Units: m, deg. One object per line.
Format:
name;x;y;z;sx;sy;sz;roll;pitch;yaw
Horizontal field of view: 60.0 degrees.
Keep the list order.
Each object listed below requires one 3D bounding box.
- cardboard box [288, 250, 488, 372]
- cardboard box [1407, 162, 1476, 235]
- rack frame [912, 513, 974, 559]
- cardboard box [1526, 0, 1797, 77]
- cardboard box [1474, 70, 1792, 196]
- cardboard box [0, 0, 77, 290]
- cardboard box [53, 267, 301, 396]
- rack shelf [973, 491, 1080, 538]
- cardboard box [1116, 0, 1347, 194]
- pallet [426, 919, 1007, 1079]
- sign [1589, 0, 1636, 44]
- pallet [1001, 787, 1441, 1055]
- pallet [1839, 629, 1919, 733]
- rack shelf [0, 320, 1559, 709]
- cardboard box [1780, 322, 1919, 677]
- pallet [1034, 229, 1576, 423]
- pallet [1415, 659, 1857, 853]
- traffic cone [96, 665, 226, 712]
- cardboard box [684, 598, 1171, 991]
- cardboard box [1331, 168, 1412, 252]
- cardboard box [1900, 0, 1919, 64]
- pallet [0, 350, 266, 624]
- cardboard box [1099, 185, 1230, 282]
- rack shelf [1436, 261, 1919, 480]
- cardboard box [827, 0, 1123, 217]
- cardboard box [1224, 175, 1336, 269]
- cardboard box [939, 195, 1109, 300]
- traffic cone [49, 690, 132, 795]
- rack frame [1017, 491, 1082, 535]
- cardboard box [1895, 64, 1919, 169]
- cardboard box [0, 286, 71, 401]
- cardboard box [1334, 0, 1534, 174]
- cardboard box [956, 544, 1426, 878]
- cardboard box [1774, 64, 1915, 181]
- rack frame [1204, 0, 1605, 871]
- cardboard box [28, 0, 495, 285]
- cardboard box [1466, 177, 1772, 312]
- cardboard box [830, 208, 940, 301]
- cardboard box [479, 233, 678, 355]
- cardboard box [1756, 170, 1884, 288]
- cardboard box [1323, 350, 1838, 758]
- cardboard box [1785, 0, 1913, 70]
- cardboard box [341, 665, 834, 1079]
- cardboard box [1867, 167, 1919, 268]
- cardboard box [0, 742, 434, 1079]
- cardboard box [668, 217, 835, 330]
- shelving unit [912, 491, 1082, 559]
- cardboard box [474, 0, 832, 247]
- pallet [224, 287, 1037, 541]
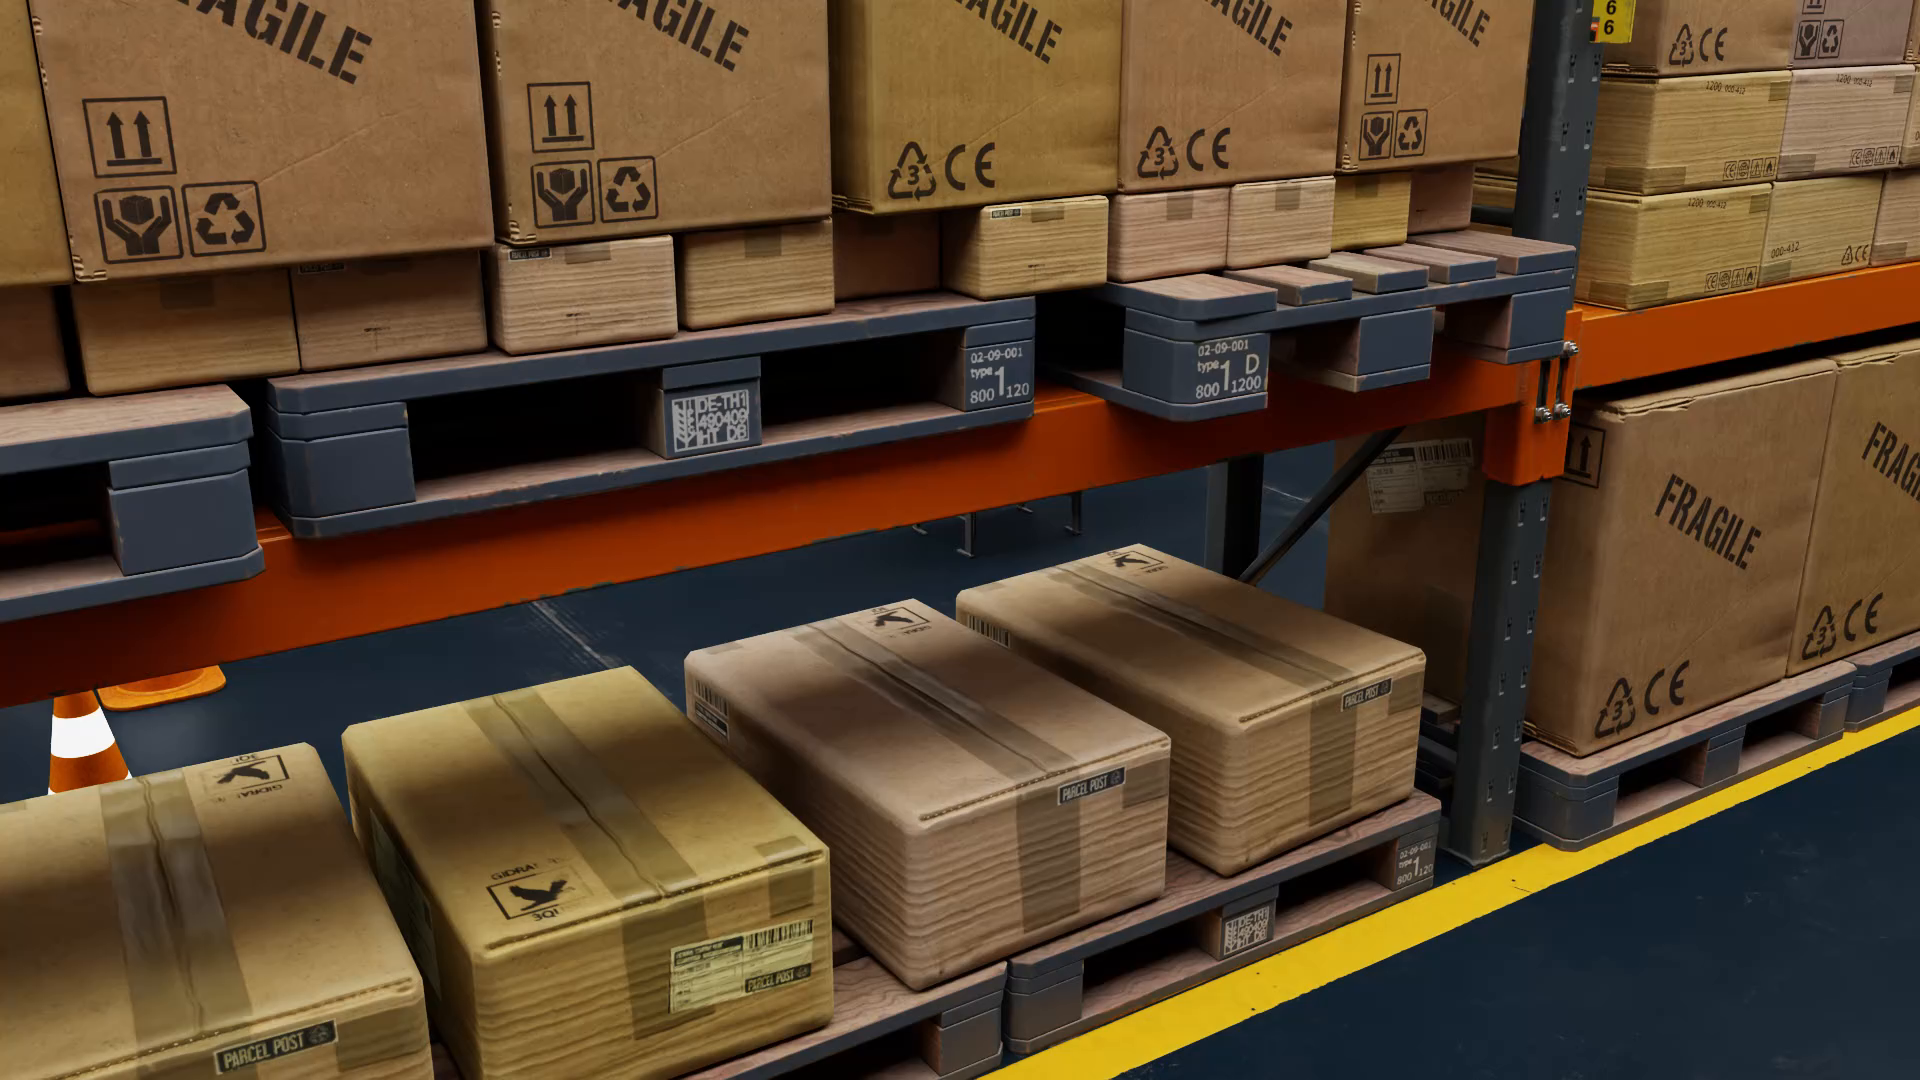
cardboard box;-0.859;-0.361;2.365;0.250;0.149;0.380;-12;22;-31
cardboard box;0.849;-0.743;3.495;0.250;0.149;0.380;-11;22;-29
rack frame;-0.066;-0.981;5.868;0.015;2.100;0.400;-12;22;-31
cardboard box;1.540;-1.326;3.766;0.500;0.500;0.500;-13;22;-33
cardboard box;1.552;-0.973;3.891;0.500;0.250;0.500;-12;22;-32
cardboard box;-1.380;-0.560;1.943;0.500;0.500;0.500;-12;22;-31
cardboard box;-1.066;-0.318;2.238;0.250;0.149;0.380;-12;22;-31
rack shelf;0.138;-0.348;6.223;0.480;0.518;0.431;-12;22;-31
cardboard box;0.341;-0.922;3.013;0.500;0.500;0.500;-12;22;-32
pallet;-0.678;0.888;3.288;1.213;0.211;1.003;-12;22;-31
sign;1.300;-1.151;3.282;0.005;0.325;0.100;-12;22;-31
pallet;0.340;0.675;3.919;1.213;0.211;1.003;-12;22;-31
pallet;2.711;0.205;5.308;1.213;0.211;1.003;-12;22;-31
rack shelf;-0.677;-0.090;2.952;4.000;0.370;1.077;-12;22;-31
cardboard box;2.363;-0.231;4.907;0.875;0.875;0.875;-12;22;-31
pallet;0.457;-0.539;3.454;1.003;0.211;1.213;-12;22;-31
pallet;1.693;0.419;4.677;1.213;0.211;1.003;-12;22;-31
traffic cone;-2.390;0.211;4.897;0.334;0.463;0.336;-12;22;-31
cardboard box;-0.096;0.491;3.555;0.625;0.372;0.950;-12;22;-32
cardboard box;0.665;-0.676;3.298;0.250;0.149;0.380;-12;22;-31
cardboard box;2.389;-1.503;4.290;0.500;0.500;0.500;-11;22;-30
pallet;-1.629;-0.084;2.109;1.213;0.211;1.003;-12;22;-31
cardboard box;0.264;-0.578;3.006;0.250;0.149;0.380;-13;23;-34
rack shelf;2.664;-0.795;5.036;4.000;0.370;1.077;-12;22;-31
cardboard box;-0.080;-0.833;2.749;0.500;0.500;0.500;-14;23;-35
cardboard box;0.479;-0.620;3.131;0.250;0.149;0.380;-12;22;-32
cardboard box;0.042;-0.525;2.852;0.250;0.149;0.380;-11;22;-30
traffic cone;-2.082;0.530;3.955;0.334;0.463;0.336;-12;22;-31
rack frame;0.342;-1.067;6.122;0.015;2.100;0.400;-12;22;-31
cardboard box;2.408;-1.148;4.410;0.500;0.250;0.500;-12;22;-32
cardboard box;-1.304;-0.284;2.137;0.250;0.149;0.380;-10;21;-28
cardboard box;0.766;-1.016;3.291;0.500;0.500;0.500;-13;22;-33
cardboard box;0.516;0.359;3.946;0.625;0.372;0.950;-14;23;-35
cardboard box;1.984;-1.063;4.160;0.500;0.250;0.500;-11;22;-30
rack frame;0.993;-0.784;3.879;0.127;3.000;1.000;-12;22;-31
cardboard box;-0.960;-0.644;2.189;0.500;0.500;0.500;-12;22;-32
cardboard box;1.540;-0.731;3.959;0.500;0.250;0.500;-12;22;-32
cardboard box;-0.237;-0.515;2.821;0.250;0.149;0.380;-12;22;-31
cardboard box;-0.608;-0.394;2.463;0.250;0.149;0.380;-11;22;-29
cardboard box;1.959;-0.827;4.240;0.500;0.250;0.500;-13;22;-33
cardboard box;1.616;-0.075;4.446;0.875;0.875;0.875;-12;22;-32
cardboard box;1.949;-1.416;4.032;0.500;0.500;0.500;-12;22;-31
cardboard box;-0.733;0.623;3.165;0.625;0.372;0.950;-11;22;-30
cardboard box;2.401;-0.917;4.509;0.500;0.250;0.500;-11;22;-30
cardboard box;-1.312;0.746;2.801;0.625;0.372;0.950;-10;21;-28
cardboard box;-0.402;-0.449;2.625;0.250;0.149;0.380;-13;22;-33
shelving unit;0.138;-1.024;5.995;0.503;2.100;0.431;-12;22;-31
cardboard box;-0.537;-0.737;2.466;0.500;0.500;0.500;-13;23;-34
pallet;-0.638;-0.333;2.846;1.213;0.211;1.003;-12;22;-31
